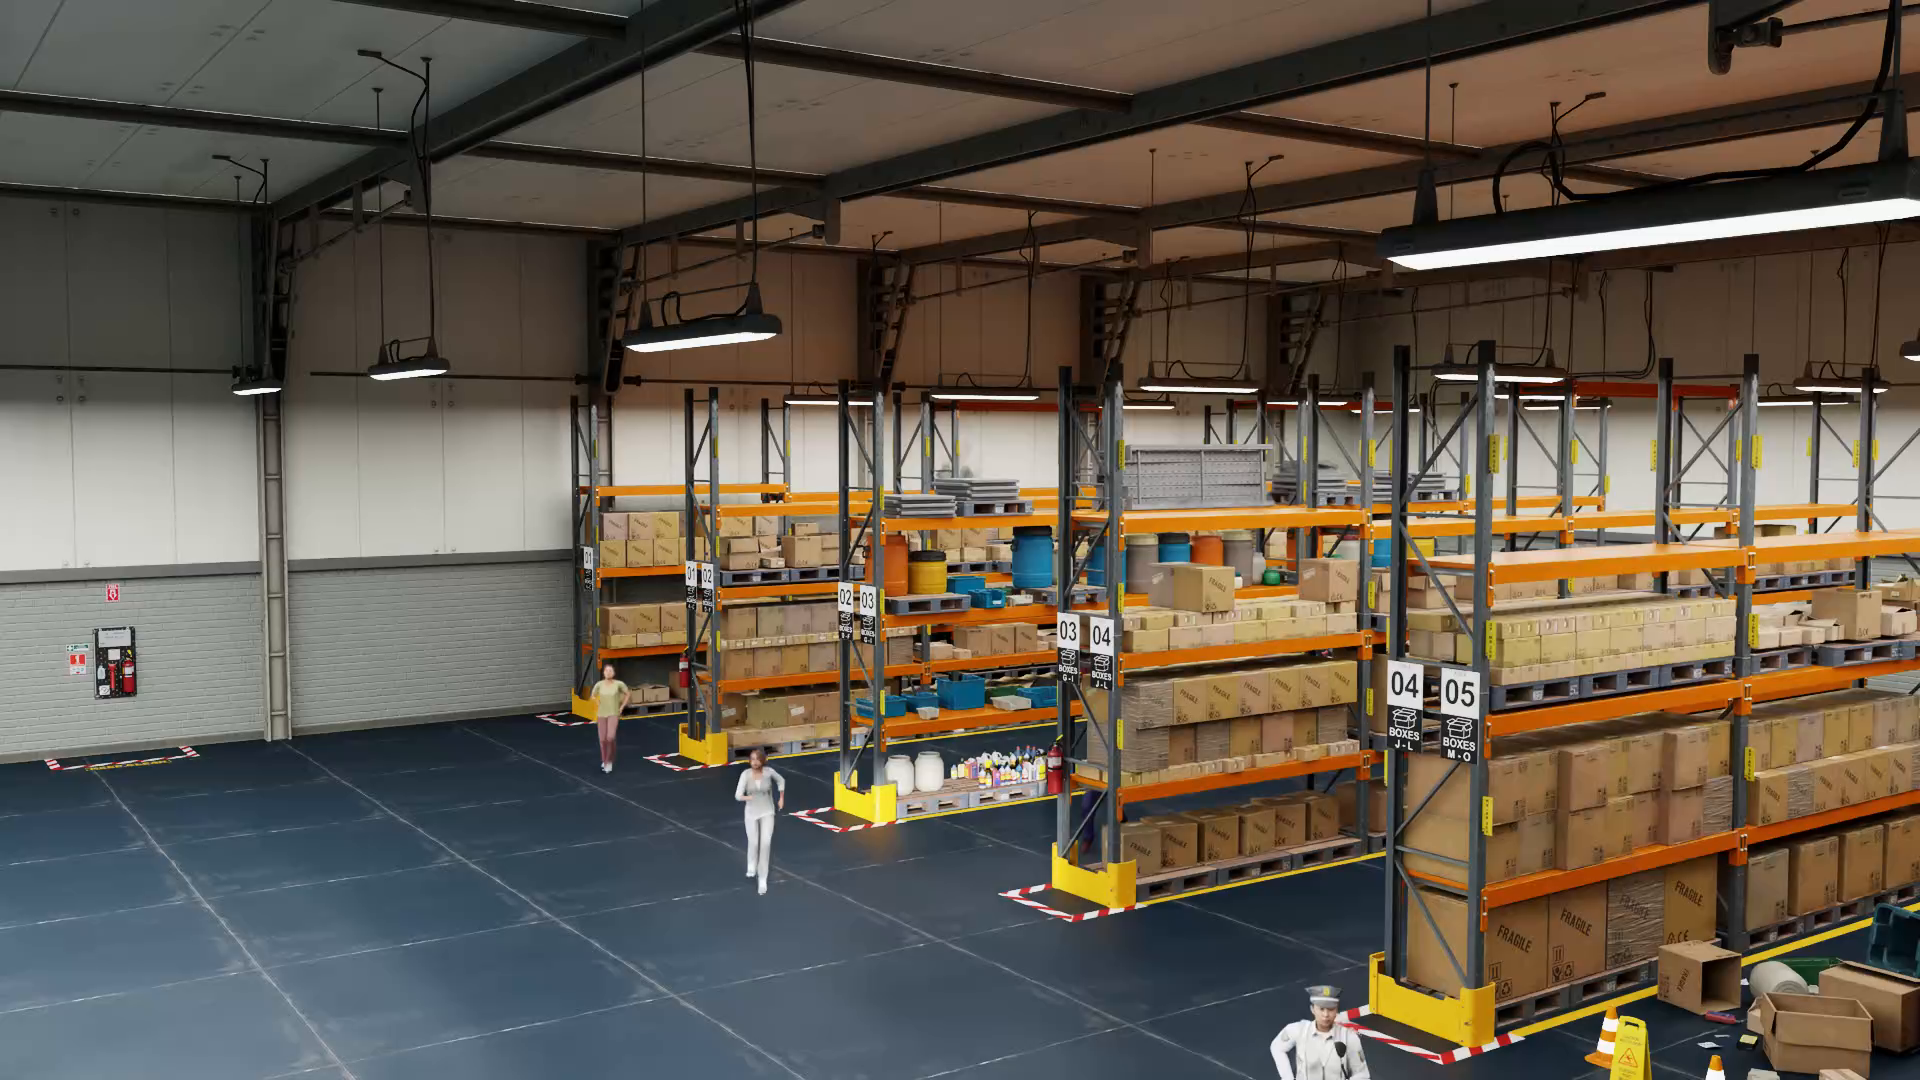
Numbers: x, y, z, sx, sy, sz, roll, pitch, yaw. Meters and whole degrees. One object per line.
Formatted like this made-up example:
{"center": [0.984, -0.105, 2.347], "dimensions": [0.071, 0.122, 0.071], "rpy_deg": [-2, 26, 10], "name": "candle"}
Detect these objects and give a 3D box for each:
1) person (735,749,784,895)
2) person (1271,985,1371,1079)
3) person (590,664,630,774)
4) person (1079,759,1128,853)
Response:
{"center": [-2.309, 3.210, 19.206], "dimensions": [0.547, 1.632, 0.833], "rpy_deg": [0, 3, -3], "name": "person"}
{"center": [2.311, 3.680, 10.647], "dimensions": [0.597, 1.754, 0.778], "rpy_deg": [0, 3, 4], "name": "person"}
{"center": [-5.476, 2.783, 25.909], "dimensions": [0.585, 1.671, 0.599], "rpy_deg": [0, 3, 3], "name": "person"}
{"center": [1.838, 3.090, 20.972], "dimensions": [0.580, 1.691, 0.770], "rpy_deg": [3, 5, 43], "name": "person"}
